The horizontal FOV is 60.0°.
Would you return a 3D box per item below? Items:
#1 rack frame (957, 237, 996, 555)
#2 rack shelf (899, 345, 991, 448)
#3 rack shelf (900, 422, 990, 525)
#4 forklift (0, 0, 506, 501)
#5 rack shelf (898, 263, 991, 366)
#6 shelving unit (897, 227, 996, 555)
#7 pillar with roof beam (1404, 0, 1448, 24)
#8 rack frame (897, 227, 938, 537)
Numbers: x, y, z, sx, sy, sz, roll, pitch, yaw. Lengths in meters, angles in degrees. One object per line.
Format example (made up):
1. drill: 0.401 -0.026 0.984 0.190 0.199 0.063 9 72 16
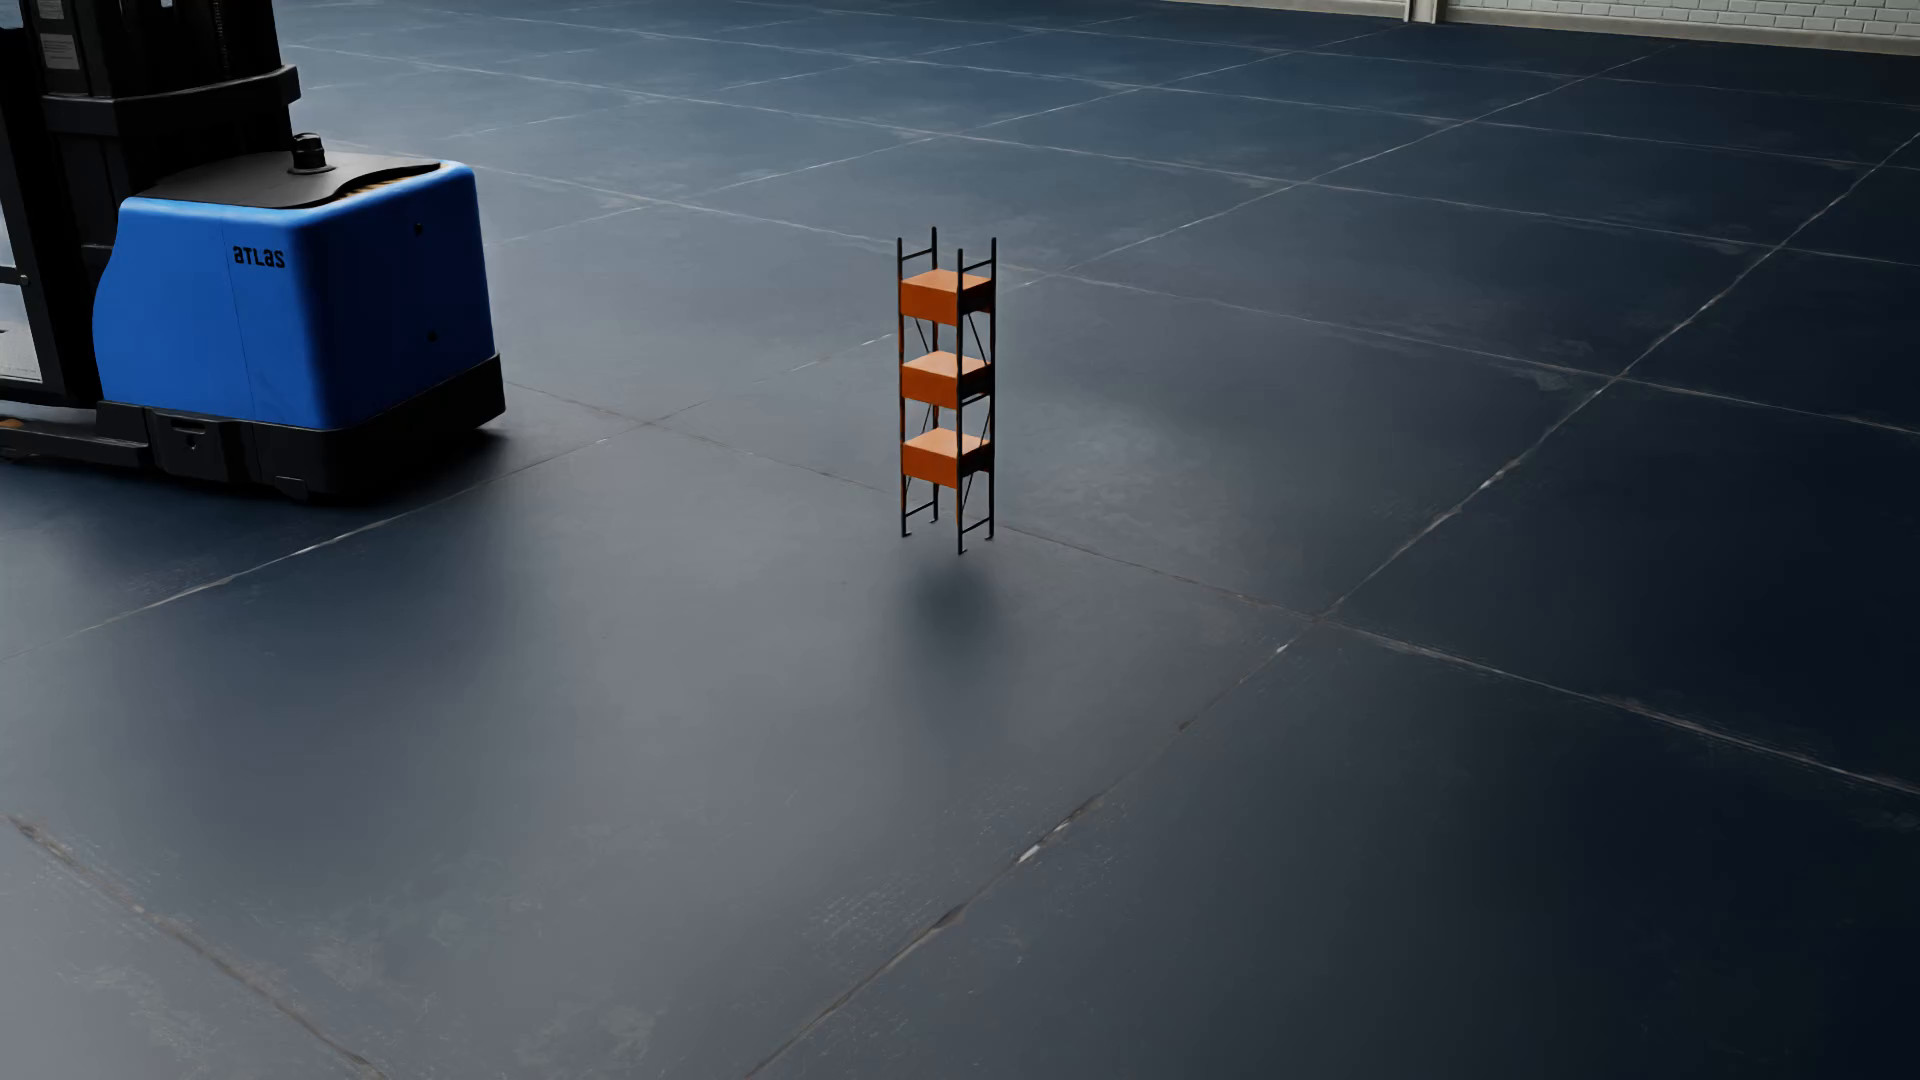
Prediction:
1. rack frame: 0.055 -0.464 5.501 0.008 1.050 0.200 17 29 33
2. rack shelf: -0.043 -0.484 5.572 0.240 0.259 0.215 17 29 33
3. rack shelf: -0.043 -0.229 5.684 0.240 0.259 0.215 17 29 33
4. forklift: -3.422 -1.830 6.268 3.031 2.935 1.130 8 25 18
5. rack shelf: -0.043 -0.743 5.458 0.240 0.259 0.215 17 29 33
6. shelving unit: -0.043 -0.493 5.568 0.252 1.050 0.215 17 29 33
7. pillar with roof beam: 2.921 -8.876 14.734 0.400 9.000 9.100 17 29 33
8. rack frame: -0.140 -0.523 5.635 0.008 1.050 0.200 17 29 33
